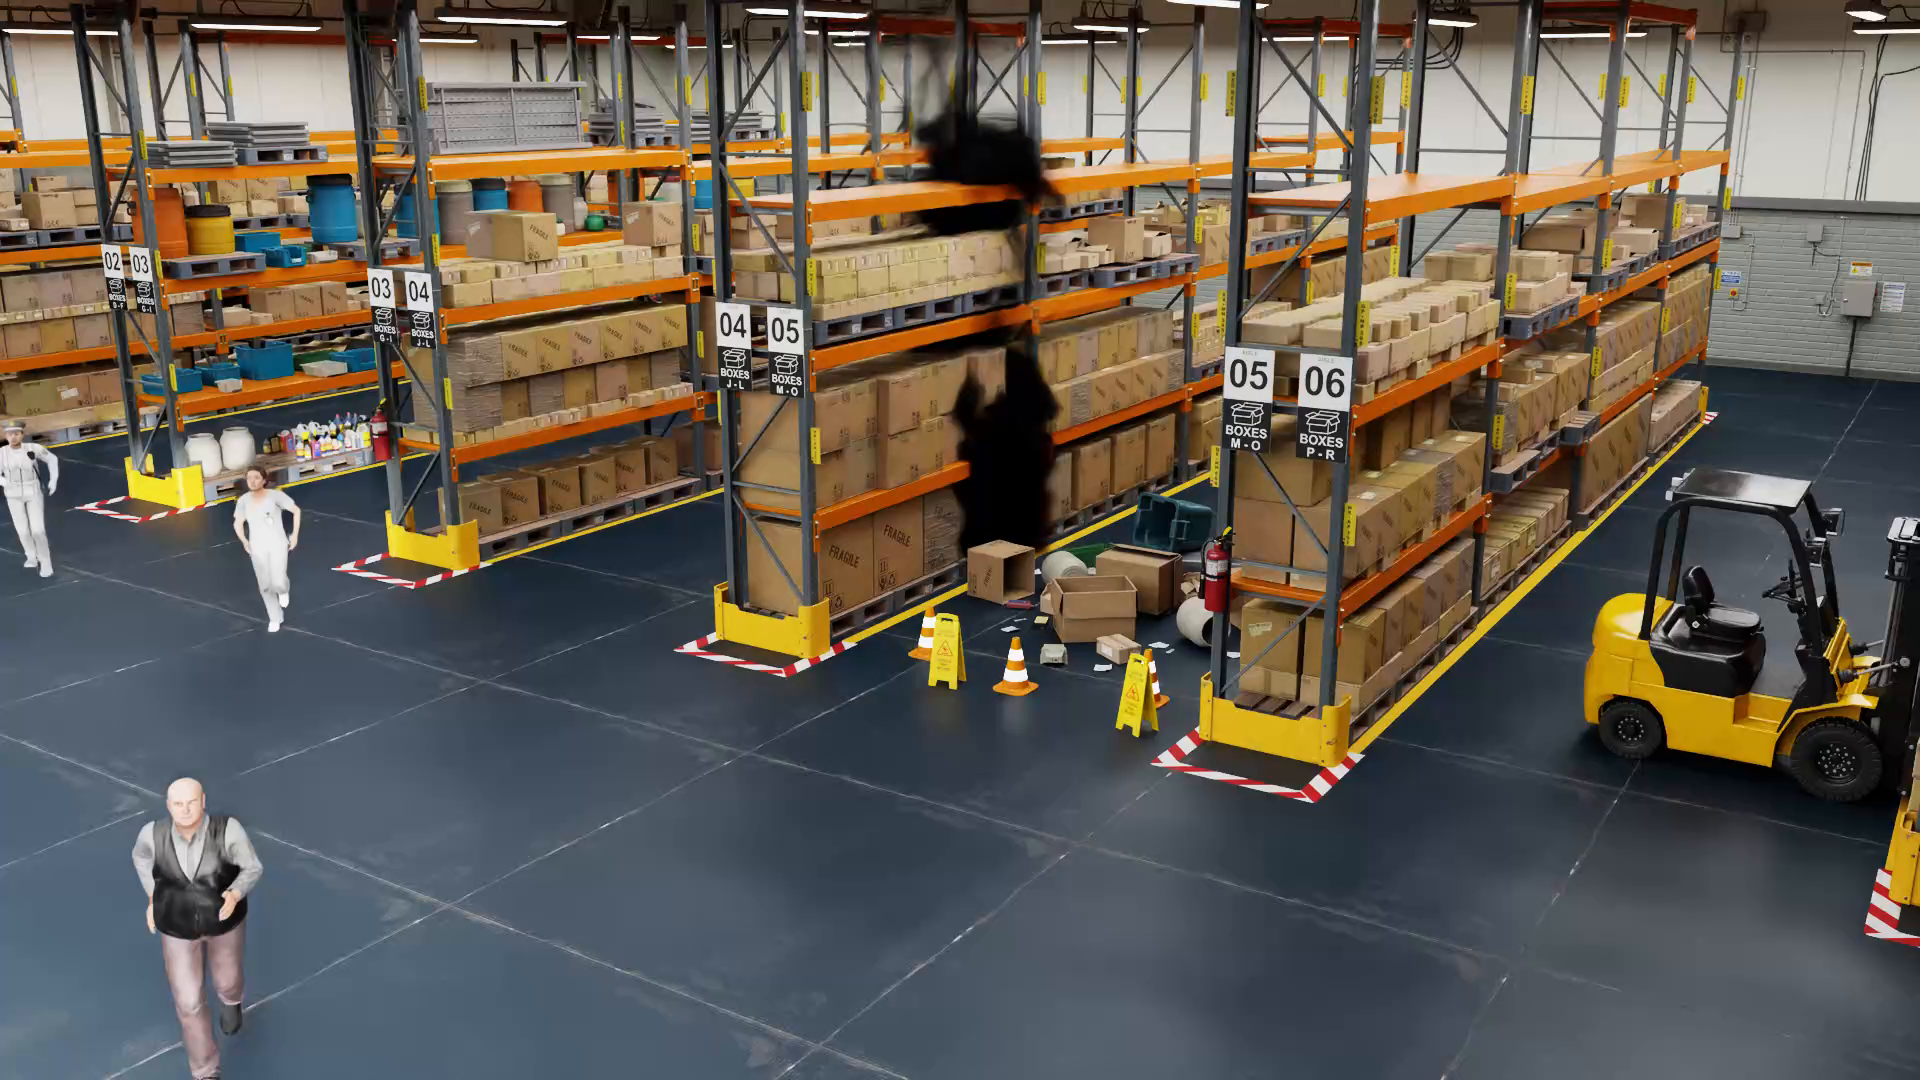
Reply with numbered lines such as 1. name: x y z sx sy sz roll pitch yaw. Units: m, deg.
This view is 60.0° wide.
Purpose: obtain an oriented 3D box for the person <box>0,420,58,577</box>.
1. person: -9.927 -0.432 17.698 0.628 1.746 0.705 -7 17 -22

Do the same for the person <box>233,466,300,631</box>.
1. person: -6.629 0.074 15.962 0.586 1.635 0.633 -3 16 -9

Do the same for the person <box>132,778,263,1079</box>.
1. person: -3.968 2.020 8.748 0.617 1.733 0.953 -7 17 -23
